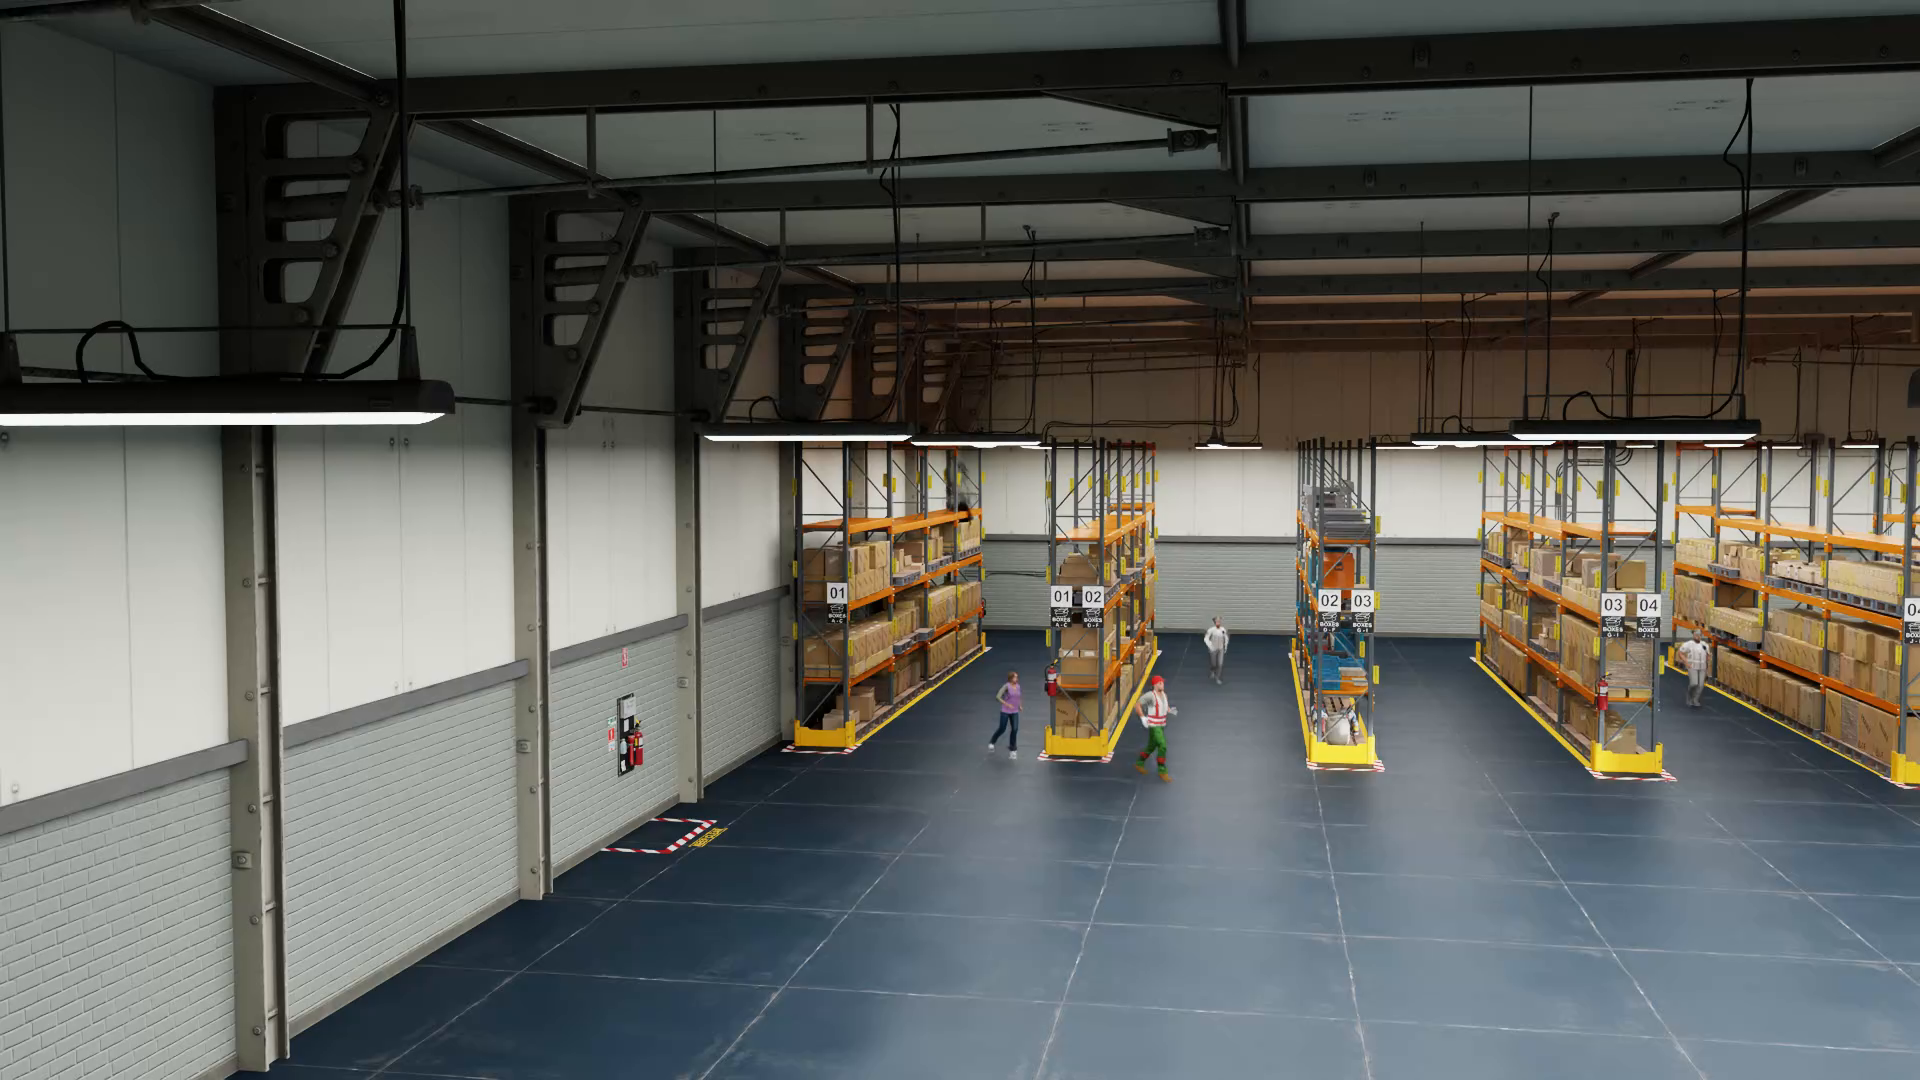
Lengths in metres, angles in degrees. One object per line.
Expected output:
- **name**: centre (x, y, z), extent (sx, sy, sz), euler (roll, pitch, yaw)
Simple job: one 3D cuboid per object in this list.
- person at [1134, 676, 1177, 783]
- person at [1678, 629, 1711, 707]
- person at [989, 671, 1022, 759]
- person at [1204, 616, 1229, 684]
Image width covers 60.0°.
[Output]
- **person**: centre (3.408, 3.273, 29.095), extent (0.853, 1.822, 0.623), euler (2, 4, 36)
- **person**: centre (16.526, 2.883, 37.265), extent (0.645, 1.767, 0.633), euler (0, 3, 2)
- **person**: centre (0.958, 3.264, 31.291), extent (0.609, 1.580, 0.839), euler (-2, 3, -27)
- **person**: centre (6.380, 2.717, 41.288), extent (0.627, 1.675, 0.626), euler (0, 3, -3)
